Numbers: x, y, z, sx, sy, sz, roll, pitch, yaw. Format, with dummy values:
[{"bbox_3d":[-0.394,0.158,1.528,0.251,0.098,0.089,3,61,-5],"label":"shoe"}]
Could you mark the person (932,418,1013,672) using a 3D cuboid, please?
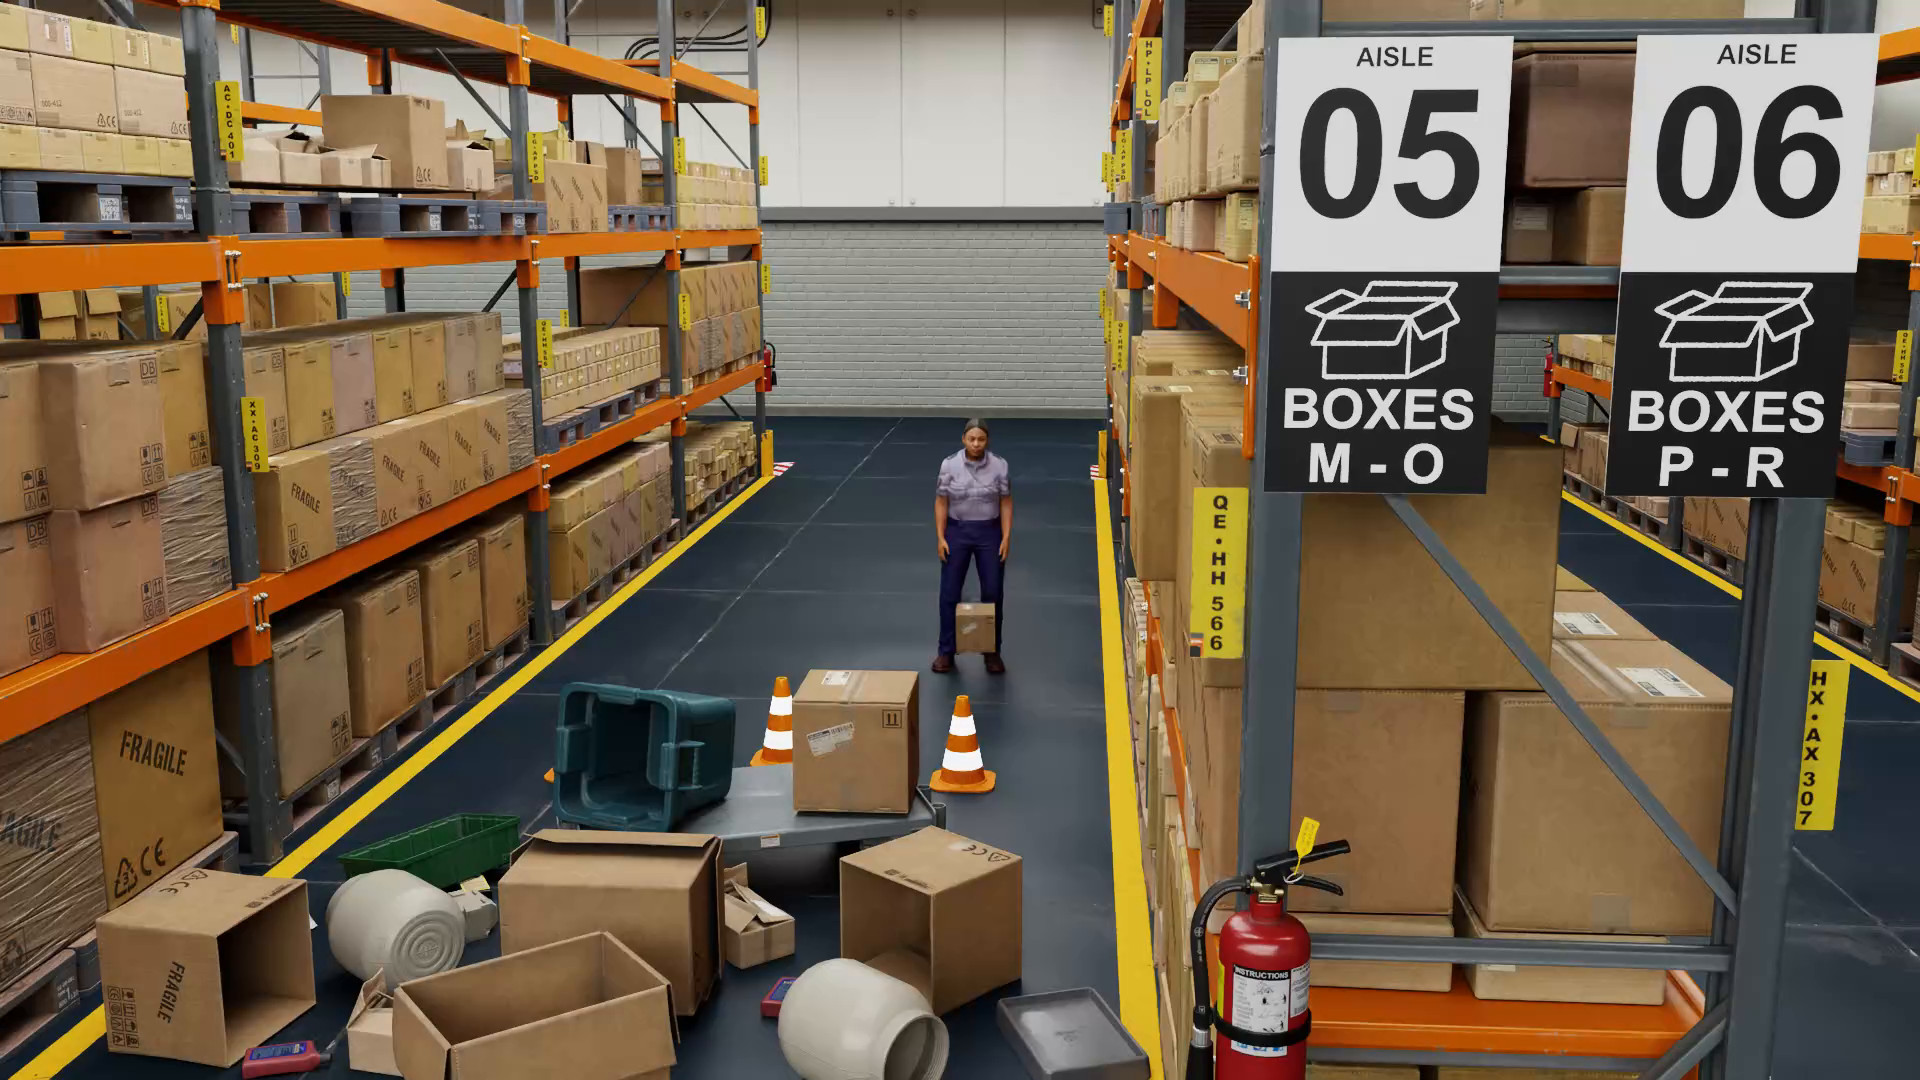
[{"bbox_3d":[0.080,0.021,10.834,0.532,1.654,0.368,0,11,0],"label":"person"}]
